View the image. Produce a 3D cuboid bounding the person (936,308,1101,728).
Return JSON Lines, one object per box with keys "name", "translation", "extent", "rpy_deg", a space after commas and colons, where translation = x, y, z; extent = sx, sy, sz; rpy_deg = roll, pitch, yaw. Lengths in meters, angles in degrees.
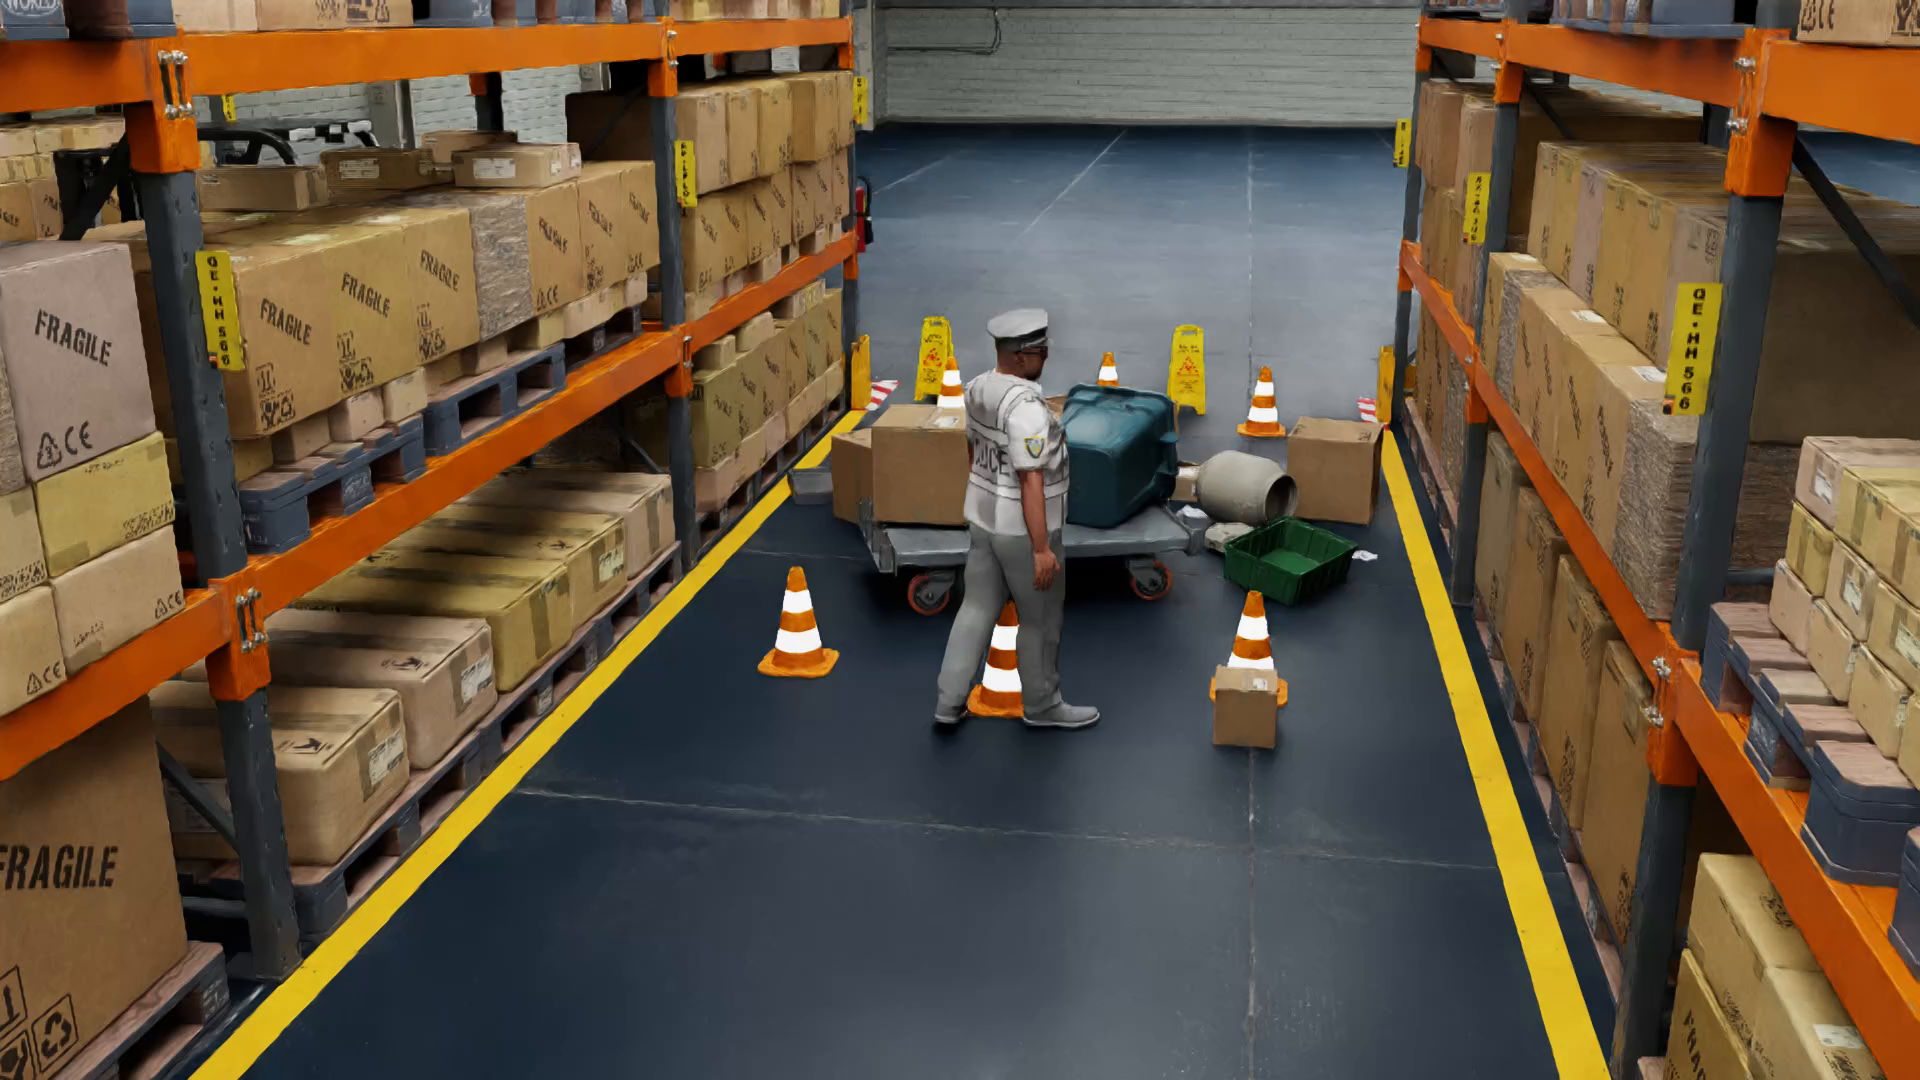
{"name": "person", "translation": [0.237, -0.058, 6.705], "extent": [0.681, 1.753, 0.615], "rpy_deg": [-10, 20, -28]}
